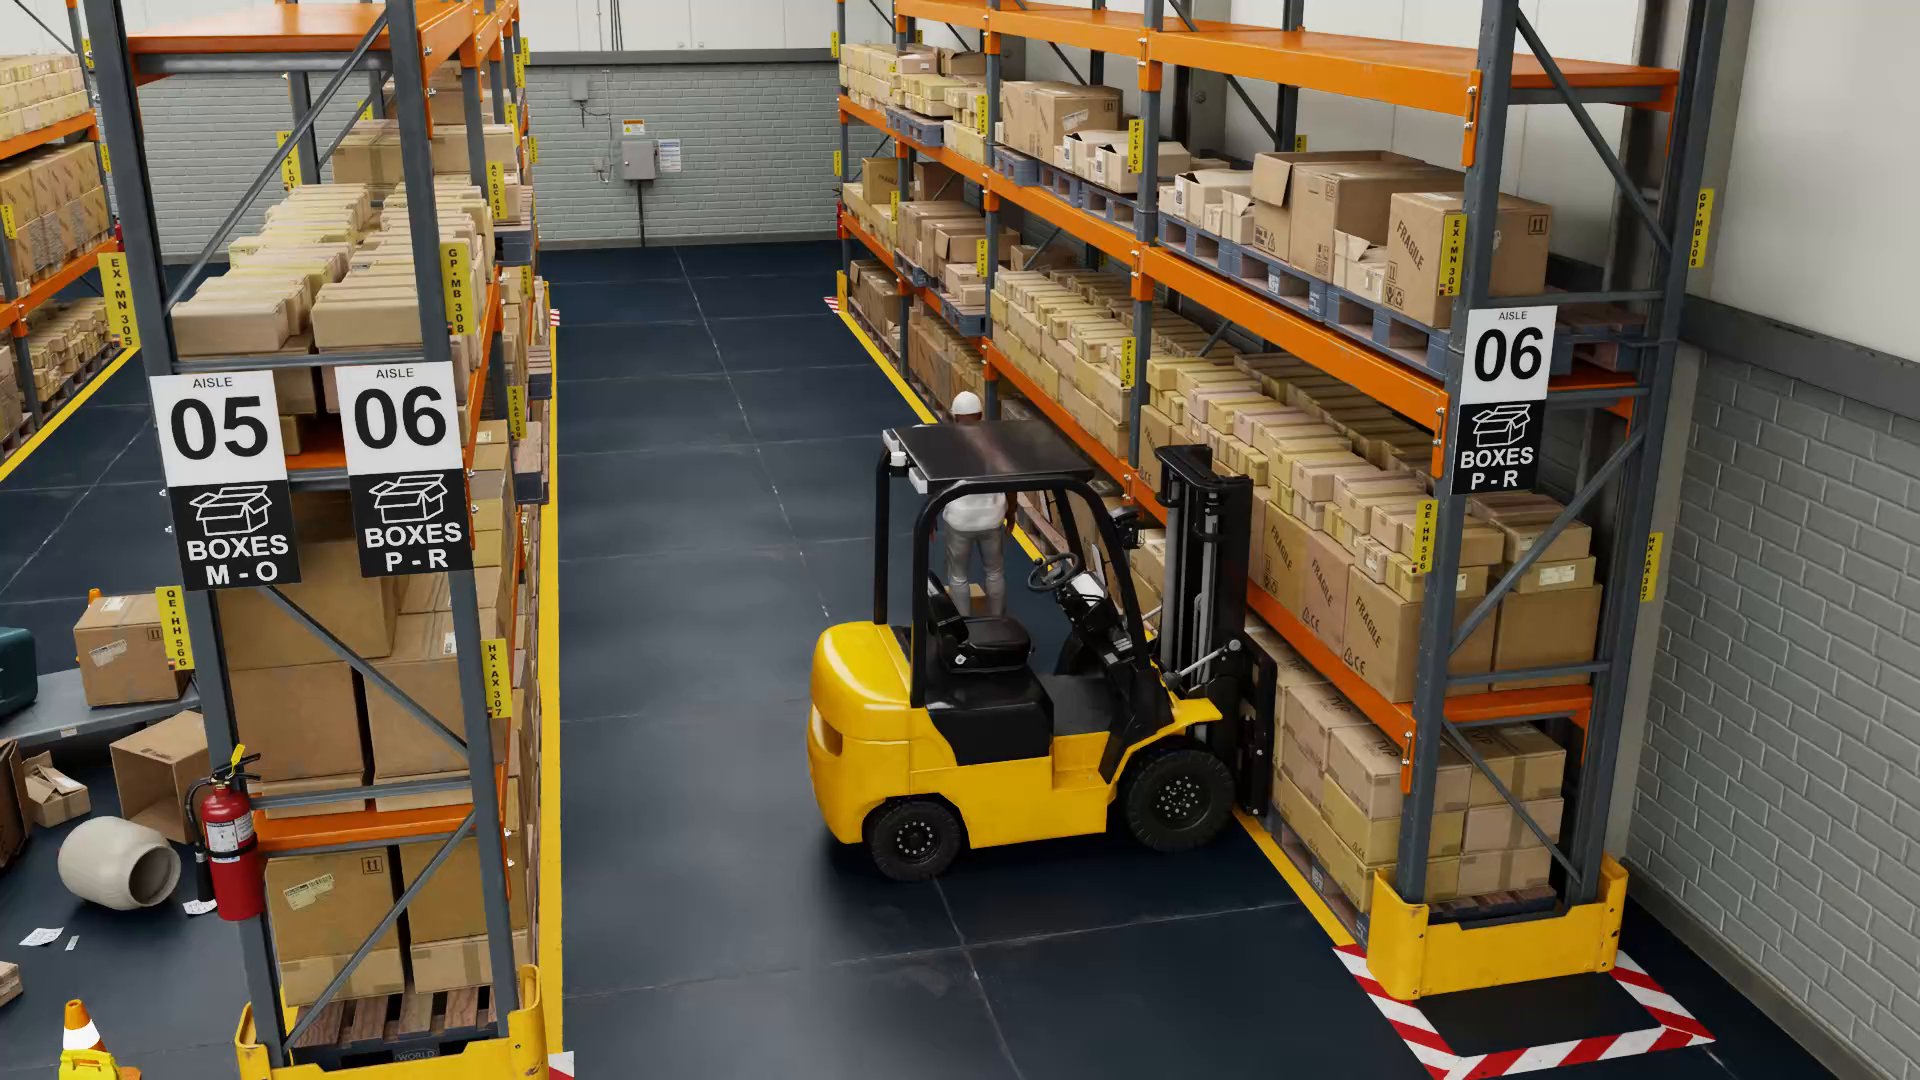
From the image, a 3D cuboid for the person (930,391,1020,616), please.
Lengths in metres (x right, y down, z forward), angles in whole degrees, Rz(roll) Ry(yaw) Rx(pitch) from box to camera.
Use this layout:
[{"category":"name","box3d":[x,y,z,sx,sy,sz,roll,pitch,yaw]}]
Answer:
[{"category":"person","box3d":[0.100,-0.157,11.485,0.627,1.760,0.456,-4,20,-10]}]
